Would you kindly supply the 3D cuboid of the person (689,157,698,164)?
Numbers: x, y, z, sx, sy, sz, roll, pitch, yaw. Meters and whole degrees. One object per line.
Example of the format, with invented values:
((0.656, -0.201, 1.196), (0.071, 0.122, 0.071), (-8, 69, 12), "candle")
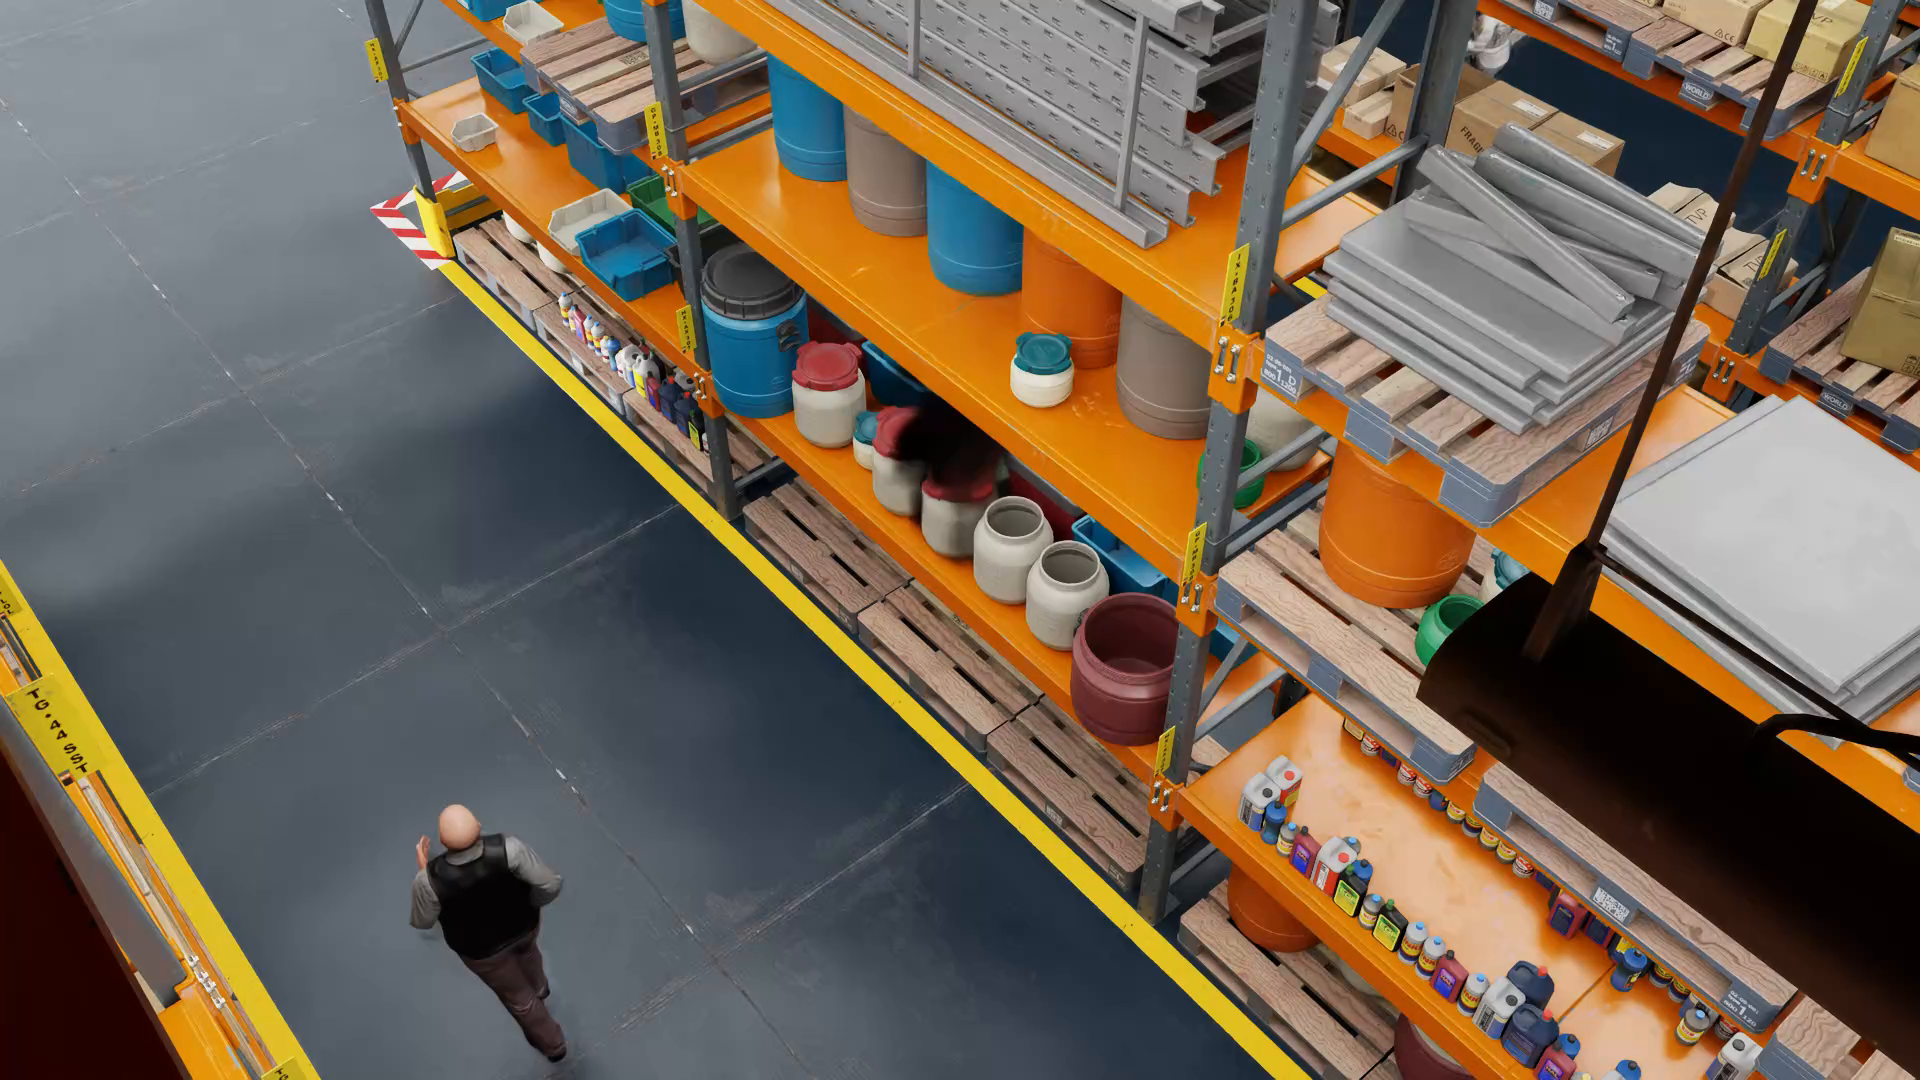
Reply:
((-2.532, -3.661, 13.261), (0.675, 1.821, 0.645), (24, 51, 21), "person")

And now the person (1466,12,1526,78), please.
((4.261, -3.930, 13.575), (0.541, 1.658, 0.615), (34, 55, 28), "person")

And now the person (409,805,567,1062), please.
((-2.168, 1.823, 7.724), (0.625, 1.850, 0.741), (-32, 54, -27), "person")
